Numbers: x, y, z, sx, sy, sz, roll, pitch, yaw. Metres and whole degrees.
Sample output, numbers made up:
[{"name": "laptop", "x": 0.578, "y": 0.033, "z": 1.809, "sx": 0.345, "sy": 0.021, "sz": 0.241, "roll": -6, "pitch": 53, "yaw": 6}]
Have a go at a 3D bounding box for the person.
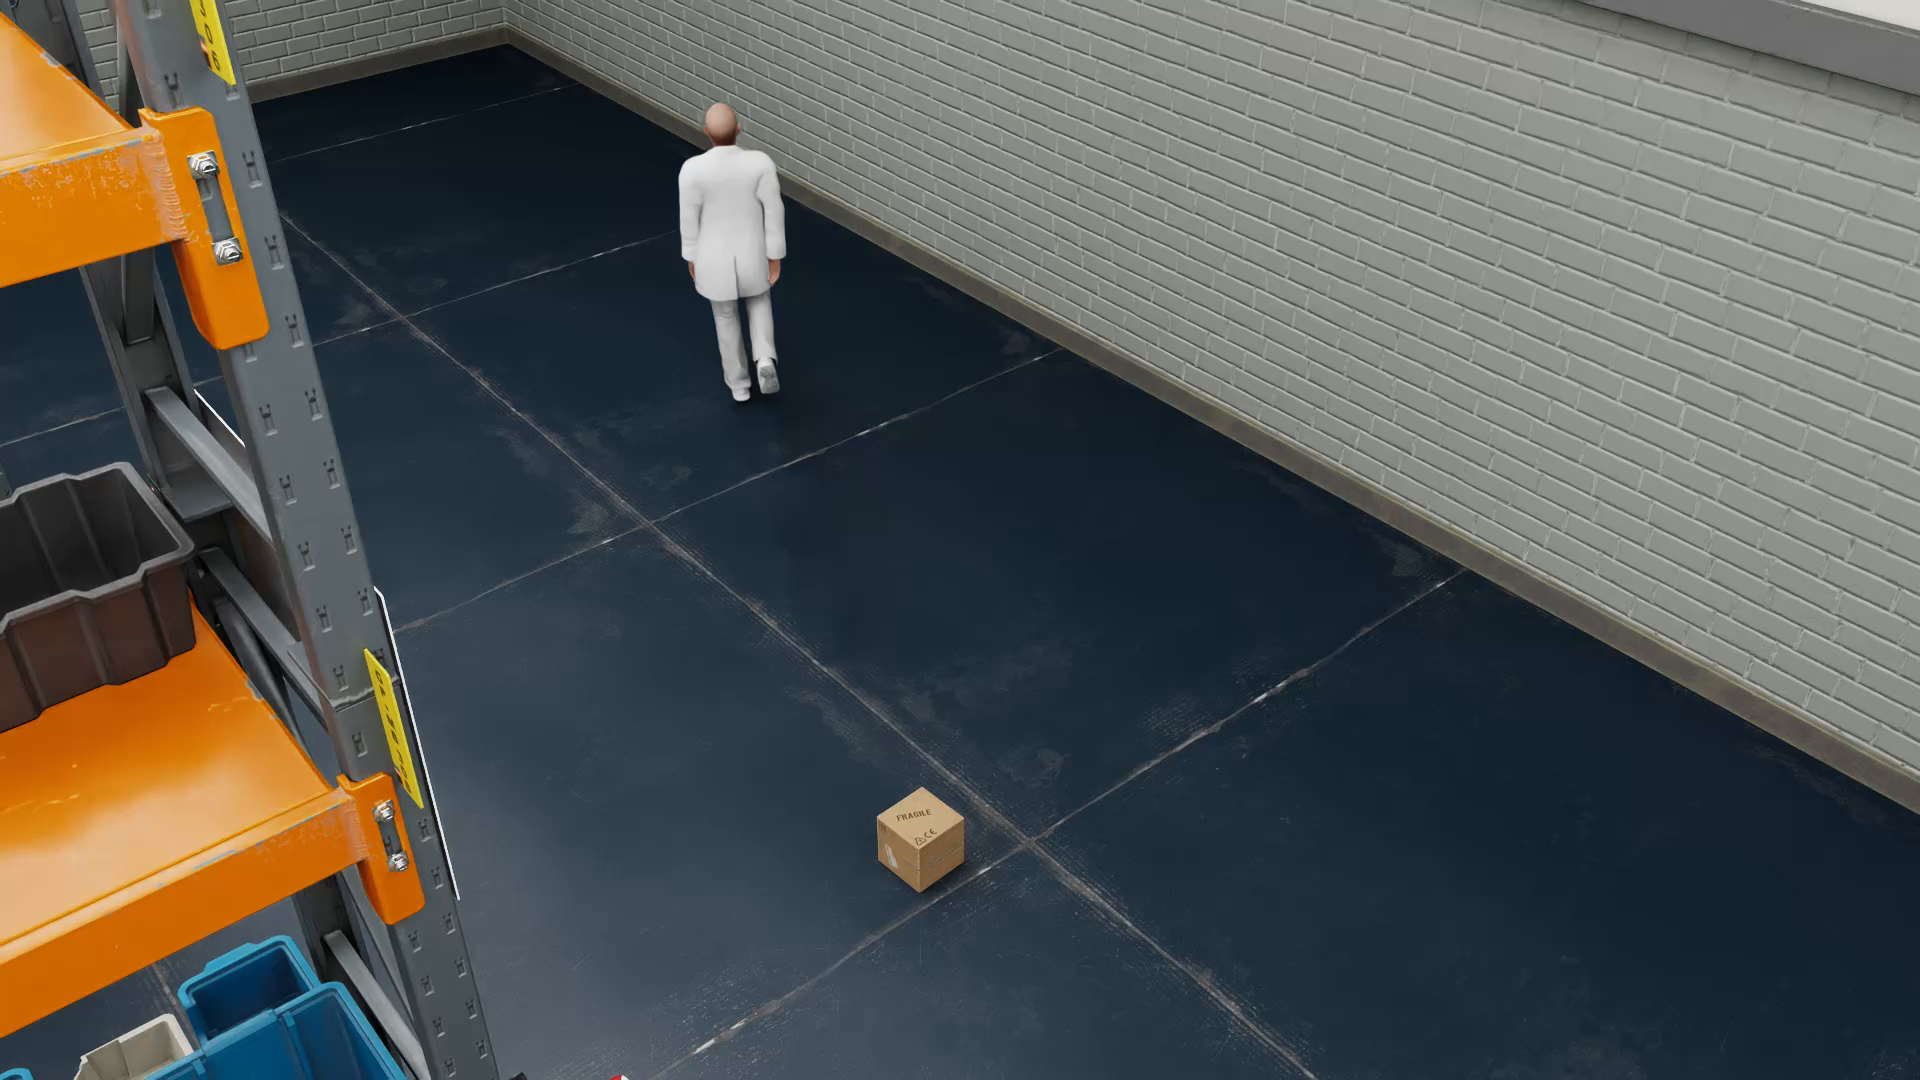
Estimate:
[{"name": "person", "x": -1.260, "y": -1.594, "z": 9.293, "sx": 0.571, "sy": 1.765, "sz": 0.568, "roll": -9, "pitch": 37, "yaw": -13}]
